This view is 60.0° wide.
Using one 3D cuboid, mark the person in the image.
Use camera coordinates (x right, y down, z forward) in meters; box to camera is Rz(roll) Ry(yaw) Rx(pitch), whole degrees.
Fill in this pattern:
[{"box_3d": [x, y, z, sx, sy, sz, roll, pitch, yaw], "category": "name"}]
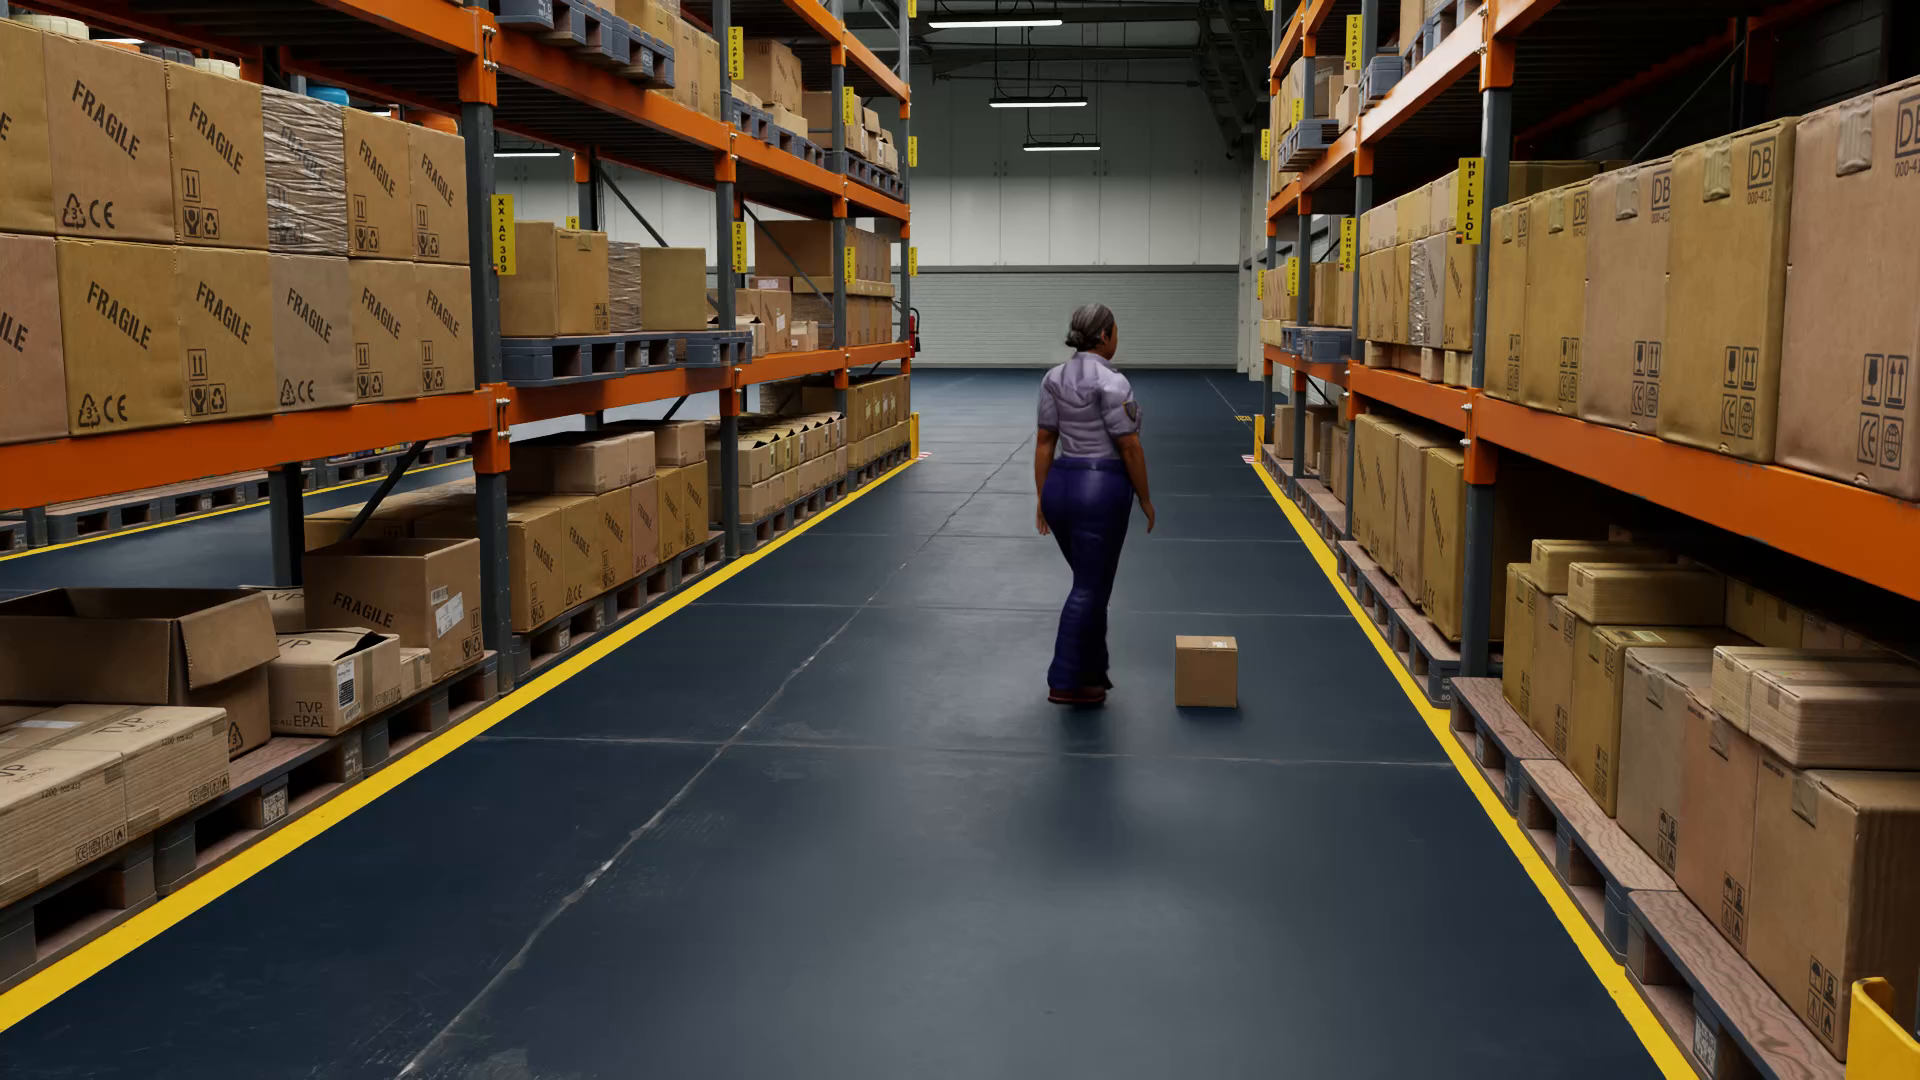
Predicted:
[{"box_3d": [0.567, -0.110, 6.876, 0.569, 1.722, 0.517, -5, 9, -35], "category": "person"}]
